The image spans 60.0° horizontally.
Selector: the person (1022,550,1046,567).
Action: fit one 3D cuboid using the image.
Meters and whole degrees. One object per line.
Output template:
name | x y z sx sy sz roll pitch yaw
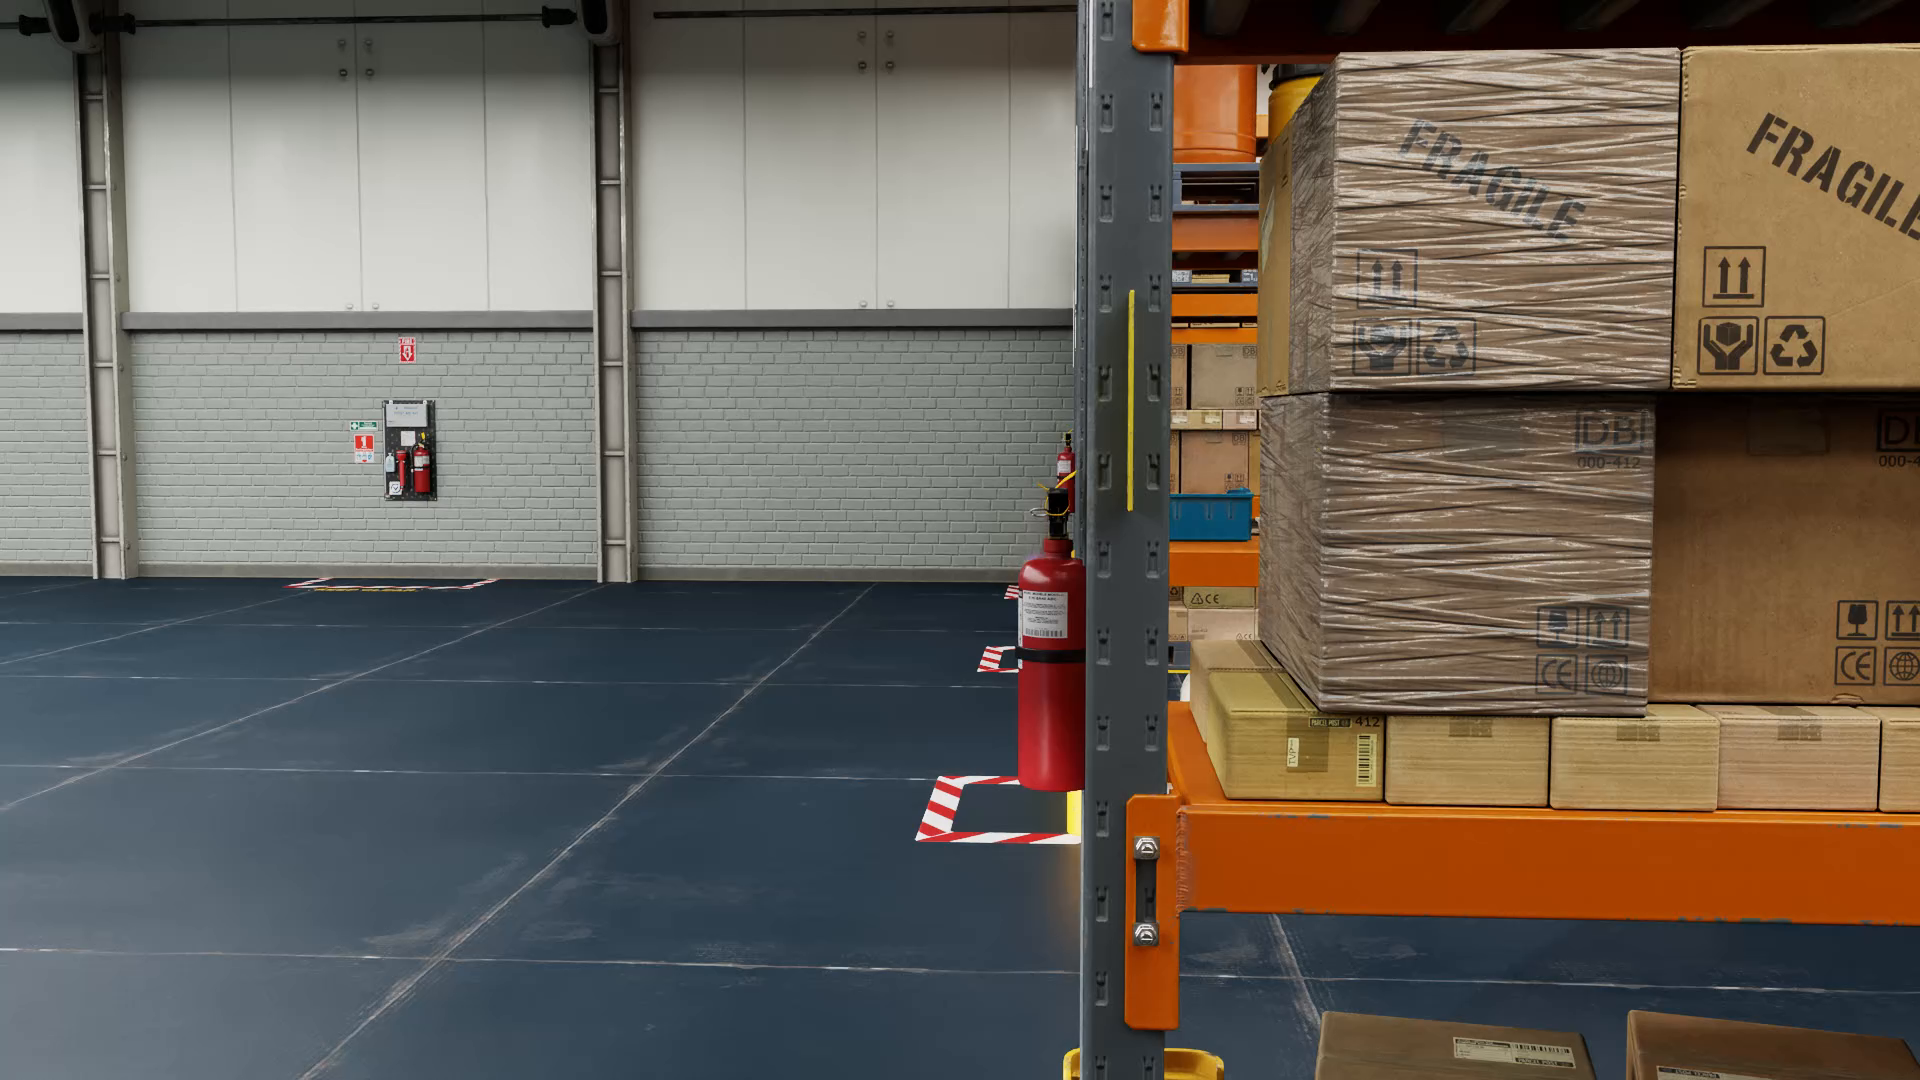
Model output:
person | 0.734 0.461 14.787 0.418 0.738 0.872 0 4 2
